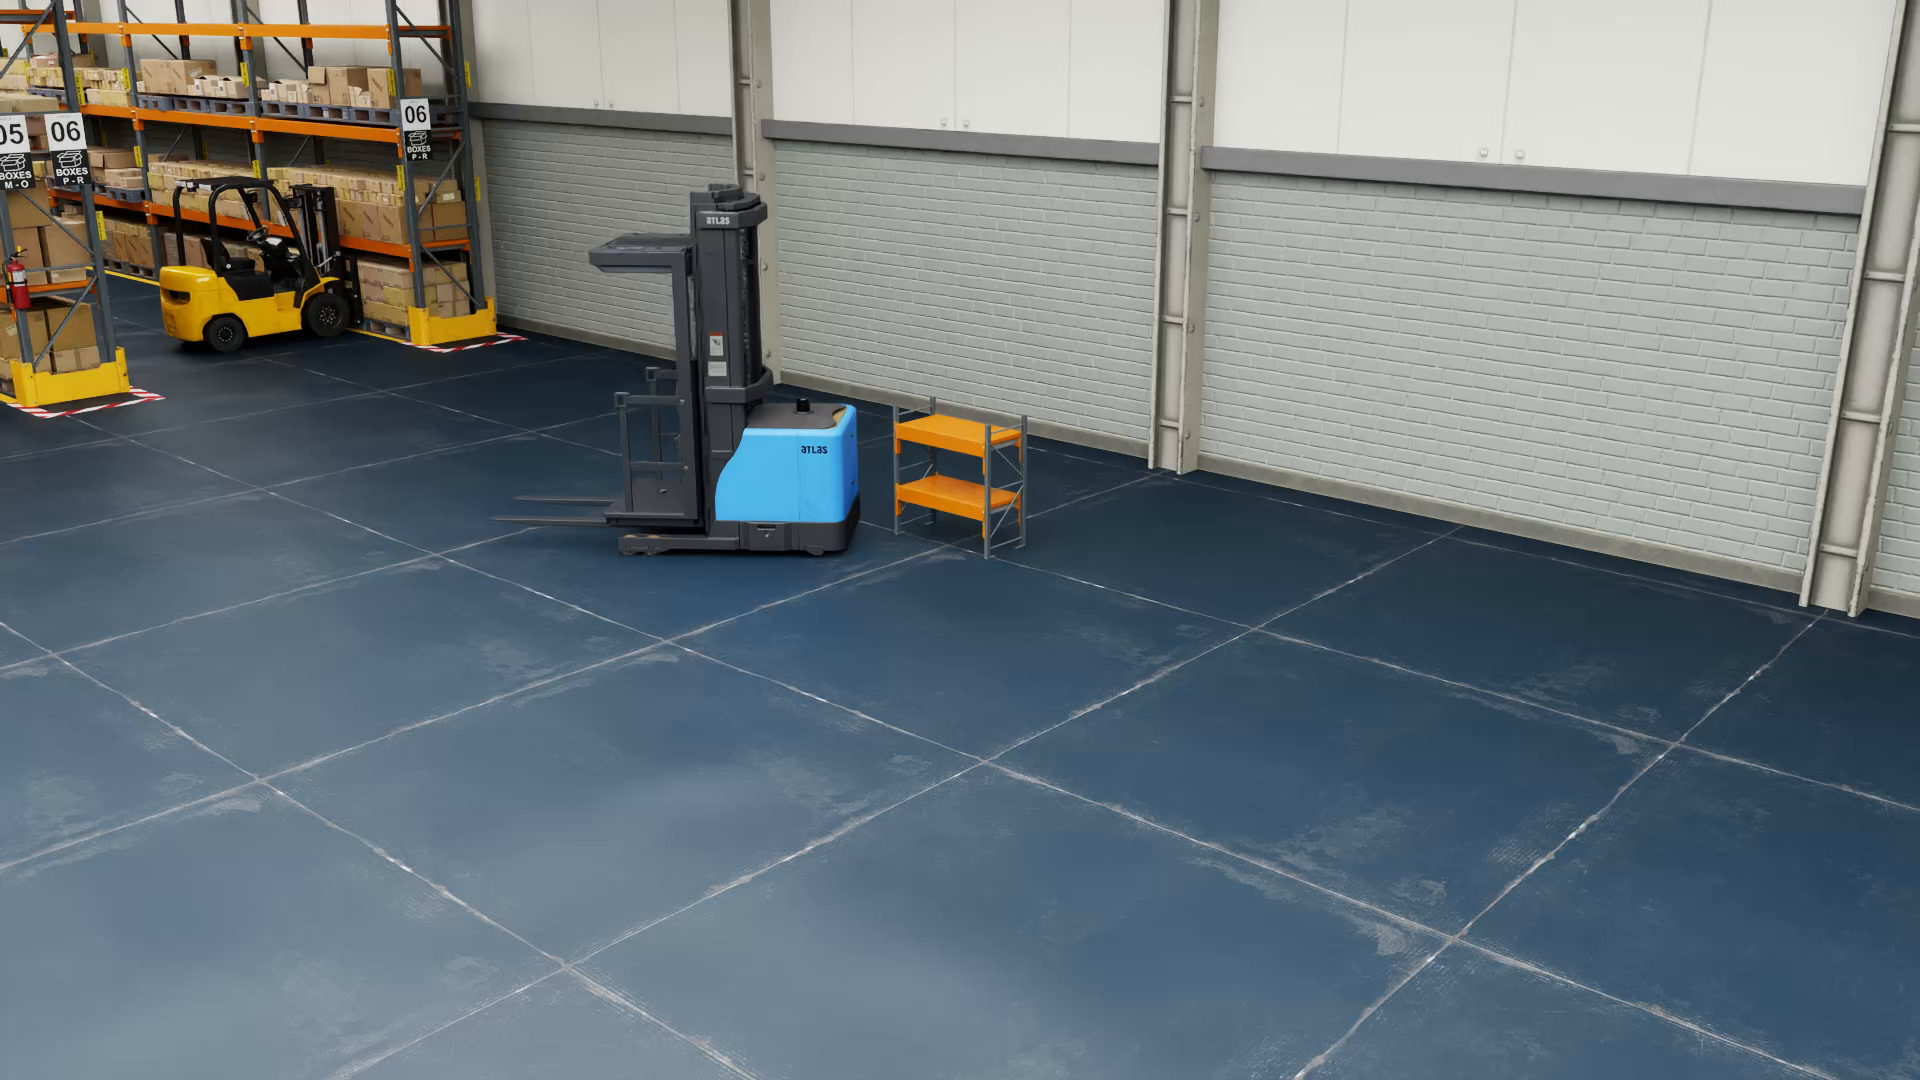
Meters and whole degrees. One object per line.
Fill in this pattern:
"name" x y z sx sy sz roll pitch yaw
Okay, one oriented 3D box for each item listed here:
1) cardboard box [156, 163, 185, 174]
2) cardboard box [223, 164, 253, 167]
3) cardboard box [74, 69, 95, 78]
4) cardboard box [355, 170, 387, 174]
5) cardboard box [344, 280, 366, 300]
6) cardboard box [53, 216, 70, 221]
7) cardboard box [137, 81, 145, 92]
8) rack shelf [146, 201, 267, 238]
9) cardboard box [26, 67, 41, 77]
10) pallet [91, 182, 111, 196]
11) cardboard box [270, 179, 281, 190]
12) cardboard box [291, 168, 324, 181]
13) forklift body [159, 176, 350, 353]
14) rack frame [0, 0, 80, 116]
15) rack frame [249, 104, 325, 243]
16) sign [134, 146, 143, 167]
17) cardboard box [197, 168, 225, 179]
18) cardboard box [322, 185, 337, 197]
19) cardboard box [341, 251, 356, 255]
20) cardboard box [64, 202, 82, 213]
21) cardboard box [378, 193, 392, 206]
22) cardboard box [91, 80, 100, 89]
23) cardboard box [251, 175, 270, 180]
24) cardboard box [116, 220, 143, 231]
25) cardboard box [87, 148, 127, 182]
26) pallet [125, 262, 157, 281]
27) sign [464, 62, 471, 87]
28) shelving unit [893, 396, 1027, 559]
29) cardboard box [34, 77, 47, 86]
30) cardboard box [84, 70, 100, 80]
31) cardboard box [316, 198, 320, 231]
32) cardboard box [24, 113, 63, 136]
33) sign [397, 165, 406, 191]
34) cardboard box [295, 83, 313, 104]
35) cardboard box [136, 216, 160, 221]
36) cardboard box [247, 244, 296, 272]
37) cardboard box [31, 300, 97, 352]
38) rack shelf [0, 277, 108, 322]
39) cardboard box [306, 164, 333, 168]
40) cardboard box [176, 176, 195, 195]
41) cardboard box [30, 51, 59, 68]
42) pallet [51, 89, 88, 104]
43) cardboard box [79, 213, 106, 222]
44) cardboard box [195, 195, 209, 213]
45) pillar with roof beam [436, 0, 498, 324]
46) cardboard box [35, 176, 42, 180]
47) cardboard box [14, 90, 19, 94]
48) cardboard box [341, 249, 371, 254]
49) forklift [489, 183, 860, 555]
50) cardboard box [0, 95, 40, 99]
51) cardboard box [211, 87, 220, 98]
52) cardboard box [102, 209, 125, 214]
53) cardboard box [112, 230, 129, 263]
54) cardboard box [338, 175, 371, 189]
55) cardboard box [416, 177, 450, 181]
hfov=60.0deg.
"cardboard box" -12.697 -5.982 26.765 0.250 0.149 0.380 16 23 40
"cardboard box" -11.524 -5.919 26.565 0.250 0.149 0.380 15 23 38
"cardboard box" -14.809 -7.857 28.015 0.250 0.149 0.380 15 23 40
"cardboard box" -8.404 -5.187 23.766 0.250 0.149 0.380 16 24 41
"cardboard box" -8.296 -3.560 23.395 0.500 0.250 0.500 14 23 38
"cardboard box" -10.808 -3.530 19.618 0.500 0.500 0.500 16 24 41
"cardboard box" -12.881 -7.237 26.523 0.250 0.166 0.380 15 23 39
"rack shelf" -11.444 -5.065 26.301 4.000 0.370 1.077 15 23 39
"cardboard box" -16.000 -8.153 28.947 0.250 0.149 0.380 16 24 41
"pallet" -14.398 -6.107 28.714 1.213 0.211 1.003 15 23 39
"cardboard box" -9.885 -5.239 24.424 0.250 0.149 0.380 15 23 38
"cardboard box" -9.455 -5.292 24.100 0.250 0.149 0.380 14 23 38
"forklift body" -9.586 -3.766 22.424 1.214 2.155 2.313 15 23 39
"rack frame" -10.249 -5.939 17.948 0.127 3.000 1.000 15 23 39
"rack frame" -9.948 -5.006 24.927 0.127 3.000 1.000 15 23 39
"sign" -13.293 -6.199 26.902 0.005 0.325 0.100 15 23 39
"cardboard box" -11.576 -5.667 25.771 0.250 0.149 0.380 14 23 38
"cardboard box" -8.741 -4.924 23.432 0.250 0.149 0.380 14 23 38
"cardboard box" -9.039 -4.002 23.961 0.500 0.250 0.500 16 24 41
"cardboard box" -15.800 -5.954 29.786 0.250 0.149 0.380 15 23 38
"cardboard box" -7.613 -4.611 22.443 0.250 0.149 0.380 16 23 40
"cardboard box" -14.310 -7.638 27.852 0.250 0.149 0.380 16 24 41
"cardboard box" -10.351 -5.381 24.871 0.250 0.149 0.380 16 24 41
"cardboard box" -14.224 -5.393 28.511 0.250 0.149 0.380 15 23 38
"cardboard box" -14.744 -6.451 28.620 0.500 0.500 0.700 15 23 39
"pallet" -13.473 -4.639 28.379 1.213 0.211 1.003 15 23 39
"sign" -6.584 -6.211 22.190 0.005 0.325 0.100 15 23 39
"shelving unit" -0.005 -0.538 13.946 1.048 1.125 0.538 15 23 39
"cardboard box" -15.802 -7.960 28.833 0.250 0.149 0.380 15 23 40
"cardboard box" -14.364 -7.762 27.749 0.250 0.149 0.380 15 23 39
"cardboard box" -9.010 -4.703 23.808 0.500 0.500 0.500 15 23 39
"cardboard box" -10.448 -4.740 18.887 0.500 0.250 0.500 15 23 38
"sign" -7.327 -4.748 21.807 0.005 0.325 0.100 15 23 39
"cardboard box" -9.040 -6.253 23.259 0.258 0.266 0.396 14 23 38
"cardboard box" -14.126 -5.550 29.006 0.250 0.149 0.380 15 23 40
"cardboard box" -10.346 -4.177 25.545 0.625 0.625 0.875 16 24 42
"cardboard box" -10.686 -2.555 19.816 0.500 0.500 0.500 14 22 37
"rack shelf" -11.744 -3.138 20.229 4.000 0.370 1.077 15 23 39
"cardboard box" -9.509 -5.509 24.782 0.250 0.149 0.380 15 23 39
"cardboard box" -12.017 -5.622 26.288 0.500 0.250 0.500 14 23 38
"cardboard box" -15.938 -8.370 28.947 0.258 0.266 0.396 15 23 39
"pallet" -14.713 -7.598 28.446 1.003 0.211 1.213 15 23 39
"cardboard box" -15.382 -5.711 29.514 0.250 0.149 0.380 14 22 36
"cardboard box" -11.621 -5.285 26.053 0.500 0.250 0.500 16 24 41
"pillar with roof beam" -9.737 -6.432 19.503 0.400 9.000 9.100 15 23 39
"cardboard box" -16.547 -6.547 30.197 0.250 0.149 0.380 16 24 41
"cardboard box" -16.773 -8.033 29.923 0.250 0.149 0.380 16 24 41
"cardboard box" -8.694 -4.114 24.315 0.500 0.250 0.500 15 23 40
"forklift" -2.412 -1.428 13.765 3.031 2.935 1.130 1 18 4
"cardboard box" -10.862 -5.065 19.251 0.250 0.149 0.380 15 23 39
"cardboard box" -10.972 -6.716 24.912 0.250 0.149 0.380 15 23 39
"cardboard box" -15.265 -5.870 30.015 0.250 0.149 0.380 15 23 39
"cardboard box" -14.160 -5.062 28.540 0.500 0.500 0.500 16 24 42
"cardboard box" -8.386 -4.959 23.050 0.250 0.149 0.380 16 23 40
"cardboard box" -7.223 -4.885 22.816 0.250 0.149 0.380 16 24 41
